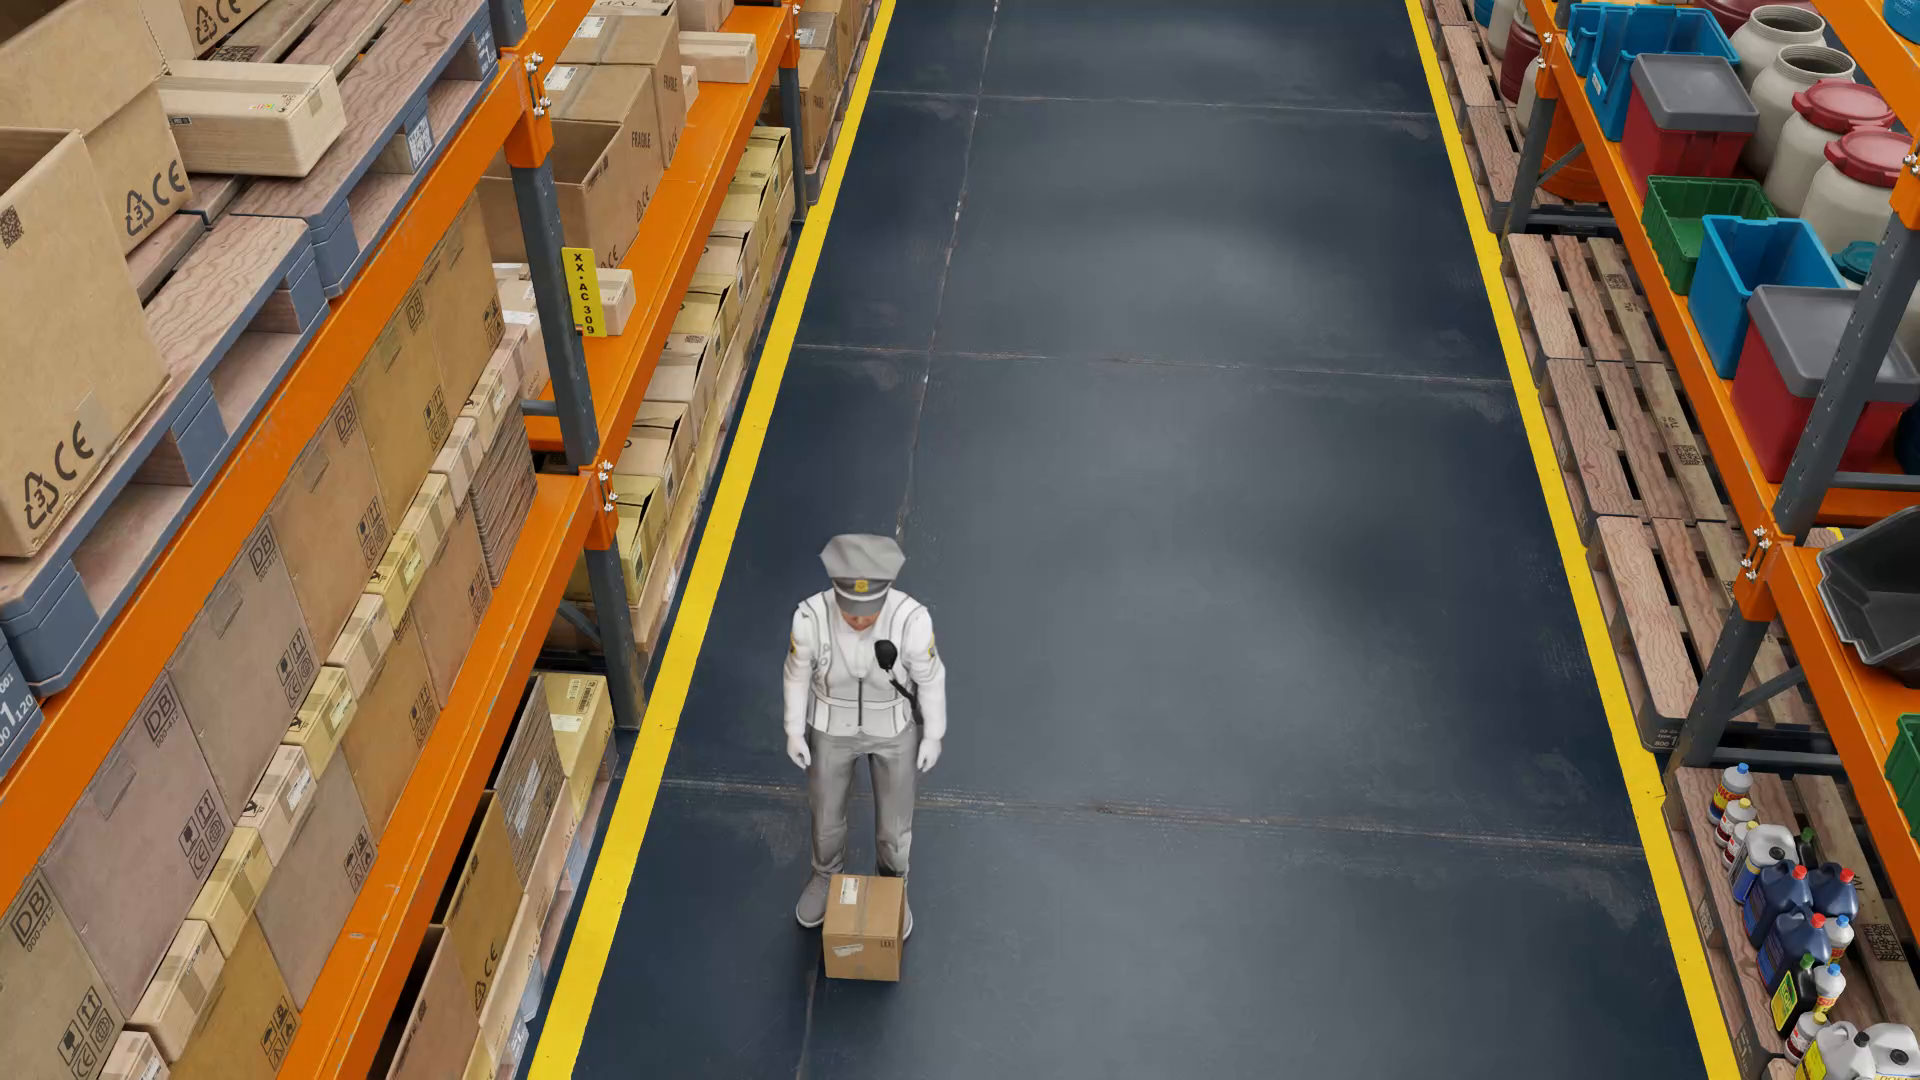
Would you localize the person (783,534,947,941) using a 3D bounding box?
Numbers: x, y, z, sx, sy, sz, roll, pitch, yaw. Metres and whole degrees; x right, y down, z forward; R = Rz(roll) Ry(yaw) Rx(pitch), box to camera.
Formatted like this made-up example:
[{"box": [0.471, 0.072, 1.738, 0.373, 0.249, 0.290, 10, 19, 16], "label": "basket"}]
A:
[{"box": [-0.311, 0.644, 5.398, 0.532, 1.659, 0.414, 1, 40, 2], "label": "person"}]
